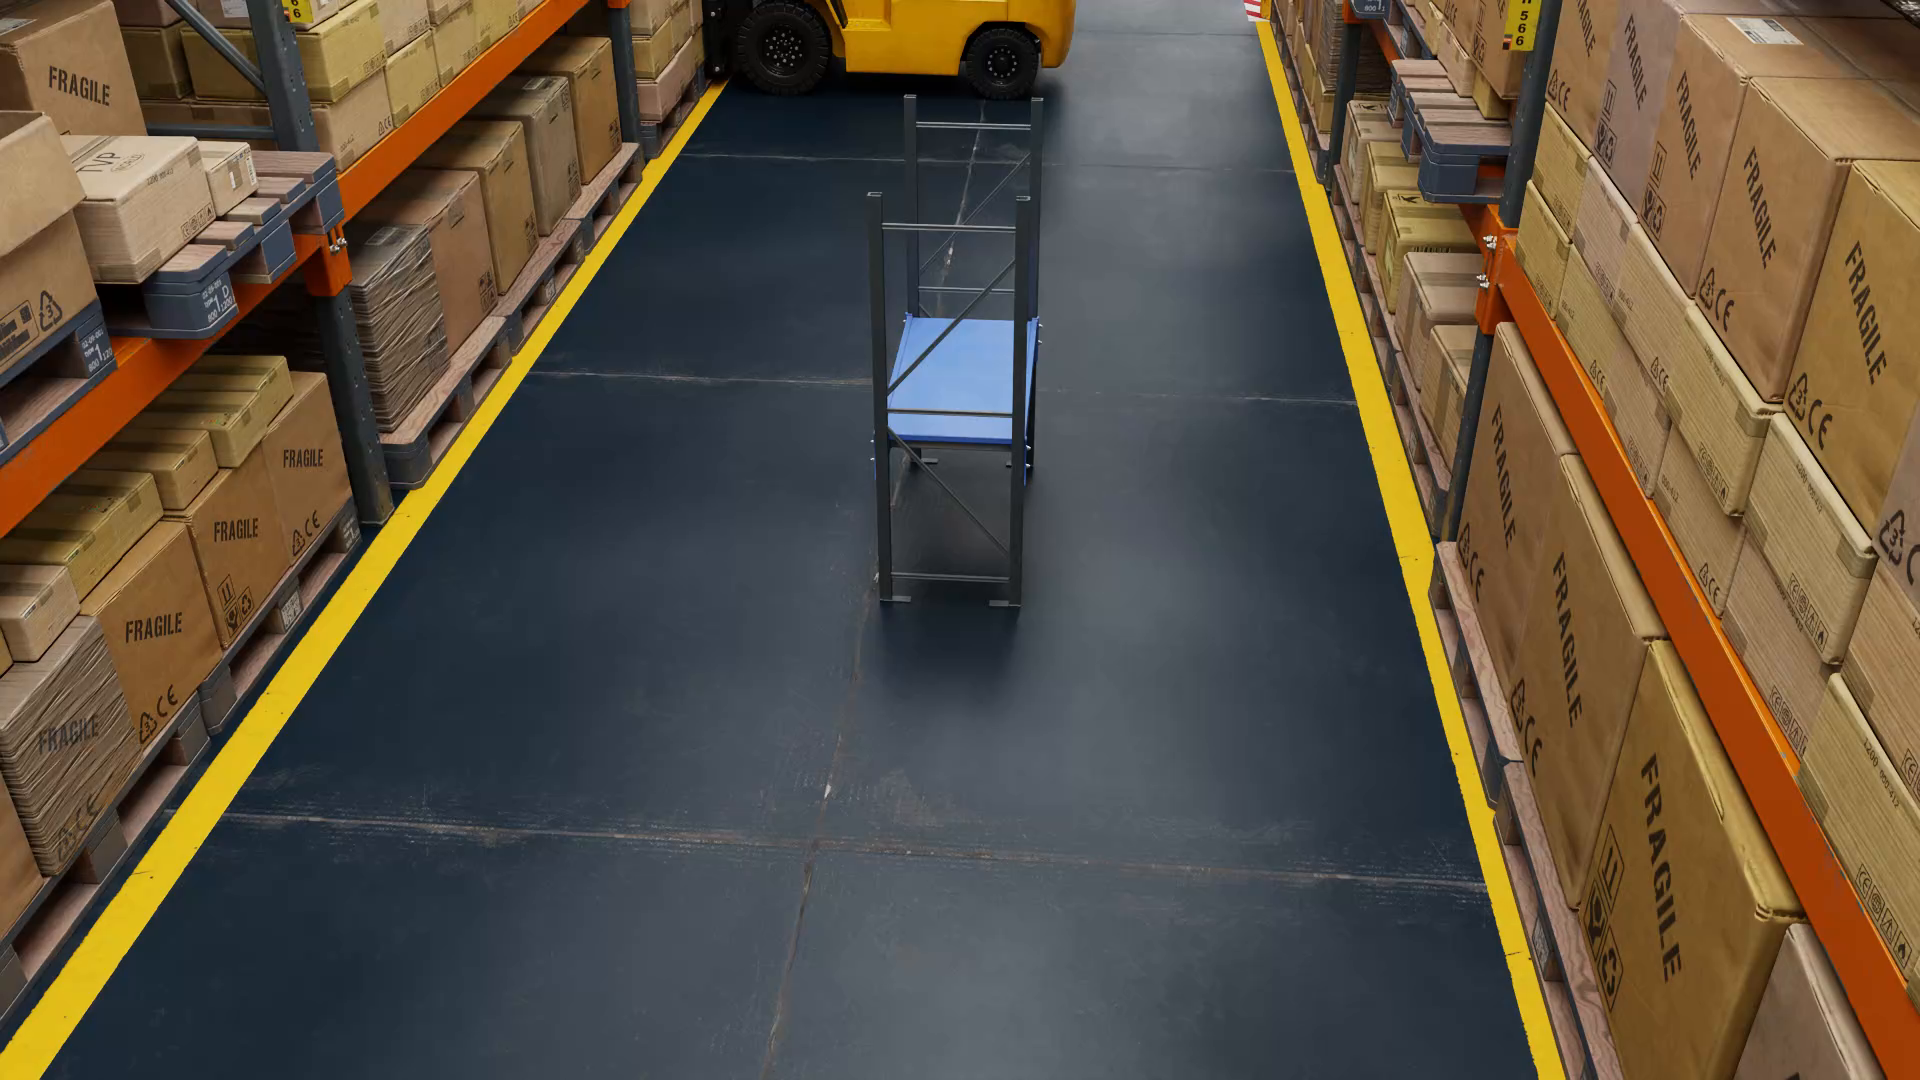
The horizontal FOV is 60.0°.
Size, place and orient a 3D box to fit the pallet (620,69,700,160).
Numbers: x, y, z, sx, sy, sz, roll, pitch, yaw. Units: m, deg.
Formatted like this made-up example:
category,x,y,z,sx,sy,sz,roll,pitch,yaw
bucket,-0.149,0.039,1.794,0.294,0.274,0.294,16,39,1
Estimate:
category,x,y,z,sx,sy,sz,roll,pitch,yaw
pallet,-2.255,-2.697,10.425,1.003,0.211,1.213,2,32,4

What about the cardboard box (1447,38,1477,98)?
category,x,y,z,sx,sy,sz,roll,pitch,yaw
cardboard box,1.978,-1.699,5.987,0.380,0.149,0.250,2,32,4

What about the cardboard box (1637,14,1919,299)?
category,x,y,z,sx,sy,sz,roll,pitch,yaw
cardboard box,1.888,-0.860,3.738,0.500,0.500,0.500,3,32,5

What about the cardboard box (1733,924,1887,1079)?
category,x,y,z,sx,sy,sz,roll,pitch,yaw
cardboard box,1.905,1.321,2.872,0.875,0.875,0.875,3,32,6

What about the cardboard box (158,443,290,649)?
category,x,y,z,sx,sy,sz,roll,pitch,yaw
cardboard box,-2.559,-0.002,5.376,0.500,0.500,0.500,2,32,3

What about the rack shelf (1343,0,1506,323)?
category,x,y,z,sx,sy,sz,roll,pitch,yaw
rack shelf,2.423,-1.908,7.173,1.077,0.370,4.000,2,32,4

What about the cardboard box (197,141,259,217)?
category,x,y,z,sx,sy,sz,roll,pitch,yaw
cardboard box,-2.359,-1.091,5.000,0.380,0.149,0.250,3,32,5

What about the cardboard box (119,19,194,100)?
category,x,y,z,sx,sy,sz,roll,pitch,yaw
cardboard box,-2.928,-1.774,5.937,0.500,0.250,0.500,3,32,5

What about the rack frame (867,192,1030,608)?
category,x,y,z,sx,sy,sz,roll,pitch,yaw
rack frame,-0.034,-0.417,5.498,0.500,1.500,0.032,2,32,4

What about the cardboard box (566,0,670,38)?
category,x,y,z,sx,sy,sz,roll,pitch,yaw
cardboard box,-2.010,-3.144,9.760,0.500,0.250,0.500,2,32,3

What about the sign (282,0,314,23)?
category,x,y,z,sx,sy,sz,roll,pitch,yaw
sign,-2.146,-1.820,5.315,0.100,0.325,0.005,2,32,4

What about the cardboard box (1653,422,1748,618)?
category,x,y,z,sx,sy,sz,roll,pitch,yaw
cardboard box,1.860,-0.058,3.628,0.500,0.250,0.500,2,32,4

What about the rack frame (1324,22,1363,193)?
category,x,y,z,sx,sy,sz,roll,pitch,yaw
rack frame,2.586,-3.260,8.681,1.000,3.000,0.127,2,32,4

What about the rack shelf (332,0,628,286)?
category,x,y,z,sx,sy,sz,roll,pitch,yaw
rack shelf,-2.525,-2.118,7.514,1.077,0.370,4.000,2,32,4

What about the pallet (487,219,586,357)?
category,x,y,z,sx,sy,sz,roll,pitch,yaw
pallet,-2.480,-1.257,8.088,1.003,0.211,1.213,2,32,4

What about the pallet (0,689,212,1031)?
category,x,y,z,sx,sy,sz,roll,pitch,yaw
pallet,-2.888,0.833,4.696,1.003,0.211,1.213,2,32,4

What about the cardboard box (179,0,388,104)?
category,x,y,z,sx,sy,sz,roll,pitch,yaw
cardboard box,-2.383,-1.748,5.894,0.500,0.250,0.500,2,32,4

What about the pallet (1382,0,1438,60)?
category,x,y,z,sx,sy,sz,roll,pitch,yaw
pallet,2.380,-2.124,7.020,1.003,0.211,1.213,2,32,4

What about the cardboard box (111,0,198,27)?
category,x,y,z,sx,sy,sz,roll,pitch,yaw
cardboard box,-2.863,-1.876,5.722,0.380,0.149,0.250,3,32,6

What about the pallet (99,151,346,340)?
category,x,y,z,sx,sy,sz,roll,pitch,yaw
pallet,-2.673,-0.940,5.098,1.213,0.211,1.003,2,32,4

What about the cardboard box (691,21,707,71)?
category,x,y,z,sx,sy,sz,roll,pitch,yaw
cardboard box,-1.940,-3.253,10.890,0.500,0.250,0.500,3,32,5

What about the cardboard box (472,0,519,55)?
category,x,y,z,sx,sy,sz,roll,pitch,yaw
cardboard box,-2.283,-2.340,7.331,0.500,0.250,0.500,3,32,6

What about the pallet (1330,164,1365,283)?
category,x,y,z,sx,sy,sz,roll,pitch,yaw
pallet,2.524,-1.666,8.752,1.003,0.211,1.213,2,32,4

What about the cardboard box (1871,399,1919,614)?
category,x,y,z,sx,sy,sz,roll,pitch,yaw
cardboard box,1.755,-0.060,2.441,0.500,0.500,0.500,3,32,5

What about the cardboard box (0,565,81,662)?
category,x,y,z,sx,sy,sz,roll,pitch,yaw
cardboard box,-2.611,0.192,4.444,0.380,0.149,0.250,1,32,2

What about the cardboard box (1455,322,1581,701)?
category,x,y,z,sx,sy,sz,roll,pitch,yaw
cardboard box,2.121,-0.085,5.154,0.875,0.875,0.875,2,32,4

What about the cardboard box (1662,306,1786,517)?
category,x,y,z,sx,sy,sz,roll,pitch,yaw
cardboard box,1.822,-0.268,3.493,0.500,0.250,0.500,3,32,5

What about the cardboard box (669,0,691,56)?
category,x,y,z,sx,sy,sz,roll,pitch,yaw
cardboard box,-1.976,-3.195,10.319,0.500,0.250,0.500,2,32,4

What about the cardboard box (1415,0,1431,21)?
category,x,y,z,sx,sy,sz,roll,pitch,yaw
cardboard box,2.099,-2.235,6.858,0.380,0.149,0.250,1,32,2

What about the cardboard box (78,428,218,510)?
category,x,y,z,sx,sy,sz,roll,pitch,yaw
cardboard box,-2.532,-0.221,5.113,0.380,0.149,0.250,1,32,2

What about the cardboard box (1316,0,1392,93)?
category,x,y,z,sx,sy,sz,roll,pitch,yaw
cardboard box,2.366,-2.908,9.616,0.500,0.500,0.500,2,32,3

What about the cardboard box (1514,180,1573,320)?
category,x,y,z,sx,sy,sz,roll,pitch,yaw
cardboard box,1.969,-0.860,4.929,0.500,0.250,0.500,2,32,3

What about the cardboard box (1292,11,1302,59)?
category,x,y,z,sx,sy,sz,roll,pitch,yaw
cardboard box,2.489,-3.398,11.125,0.500,0.250,0.500,5,32,7

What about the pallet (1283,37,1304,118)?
category,x,y,z,sx,sy,sz,roll,pitch,yaw
pallet,2.702,-3.065,11.023,1.003,0.211,1.213,2,32,4

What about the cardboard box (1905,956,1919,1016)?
category,x,y,z,sx,sy,sz,roll,pitch,yaw
cardboard box,1.720,0.742,2.331,0.500,0.250,0.500,2,32,3

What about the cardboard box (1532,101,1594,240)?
category,x,y,z,sx,sy,sz,roll,pitch,yaw
cardboard box,1.973,-1.063,4.783,0.500,0.250,0.500,2,32,4

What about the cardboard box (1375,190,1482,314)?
category,x,y,z,sx,sy,sz,roll,pitch,yaw
cardboard box,2.435,-1.306,7.615,0.950,0.372,0.625,3,32,6

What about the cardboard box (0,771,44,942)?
category,x,y,z,sx,sy,sz,roll,pitch,yaw
cardboard box,-2.671,0.815,4.050,0.500,0.500,0.500,2,32,3

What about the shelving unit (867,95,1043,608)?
category,x,y,z,sx,sy,sz,roll,pitch,yaw
shelving unit,0.007,-0.683,5.929,0.538,1.500,1.048,2,32,4

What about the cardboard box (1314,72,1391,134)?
category,x,y,z,sx,sy,sz,roll,pitch,yaw
cardboard box,2.366,-2.589,9.813,0.500,0.250,0.500,4,32,6

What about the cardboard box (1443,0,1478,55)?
category,x,y,z,sx,sy,sz,roll,pitch,yaw
cardboard box,2.051,-2.037,5.917,0.500,0.500,0.500,2,32,3

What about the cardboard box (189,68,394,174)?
category,x,y,z,sx,sy,sz,roll,pitch,yaw
cardboard box,-2.408,-1.536,6.027,0.500,0.250,0.500,3,32,4

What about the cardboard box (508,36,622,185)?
category,x,y,z,sx,sy,sz,roll,pitch,yaw
cardboard box,-2.393,-2.365,9.091,0.875,0.625,0.625,4,32,6

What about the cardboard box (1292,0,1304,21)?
category,x,y,z,sx,sy,sz,roll,pitch,yaw
cardboard box,2.481,-3.721,10.935,0.500,0.500,0.500,3,32,5

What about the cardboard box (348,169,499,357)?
category,x,y,z,sx,sy,sz,roll,pitch,yaw
cardboard box,-2.578,-1.214,7.224,0.875,0.625,0.625,3,32,6
